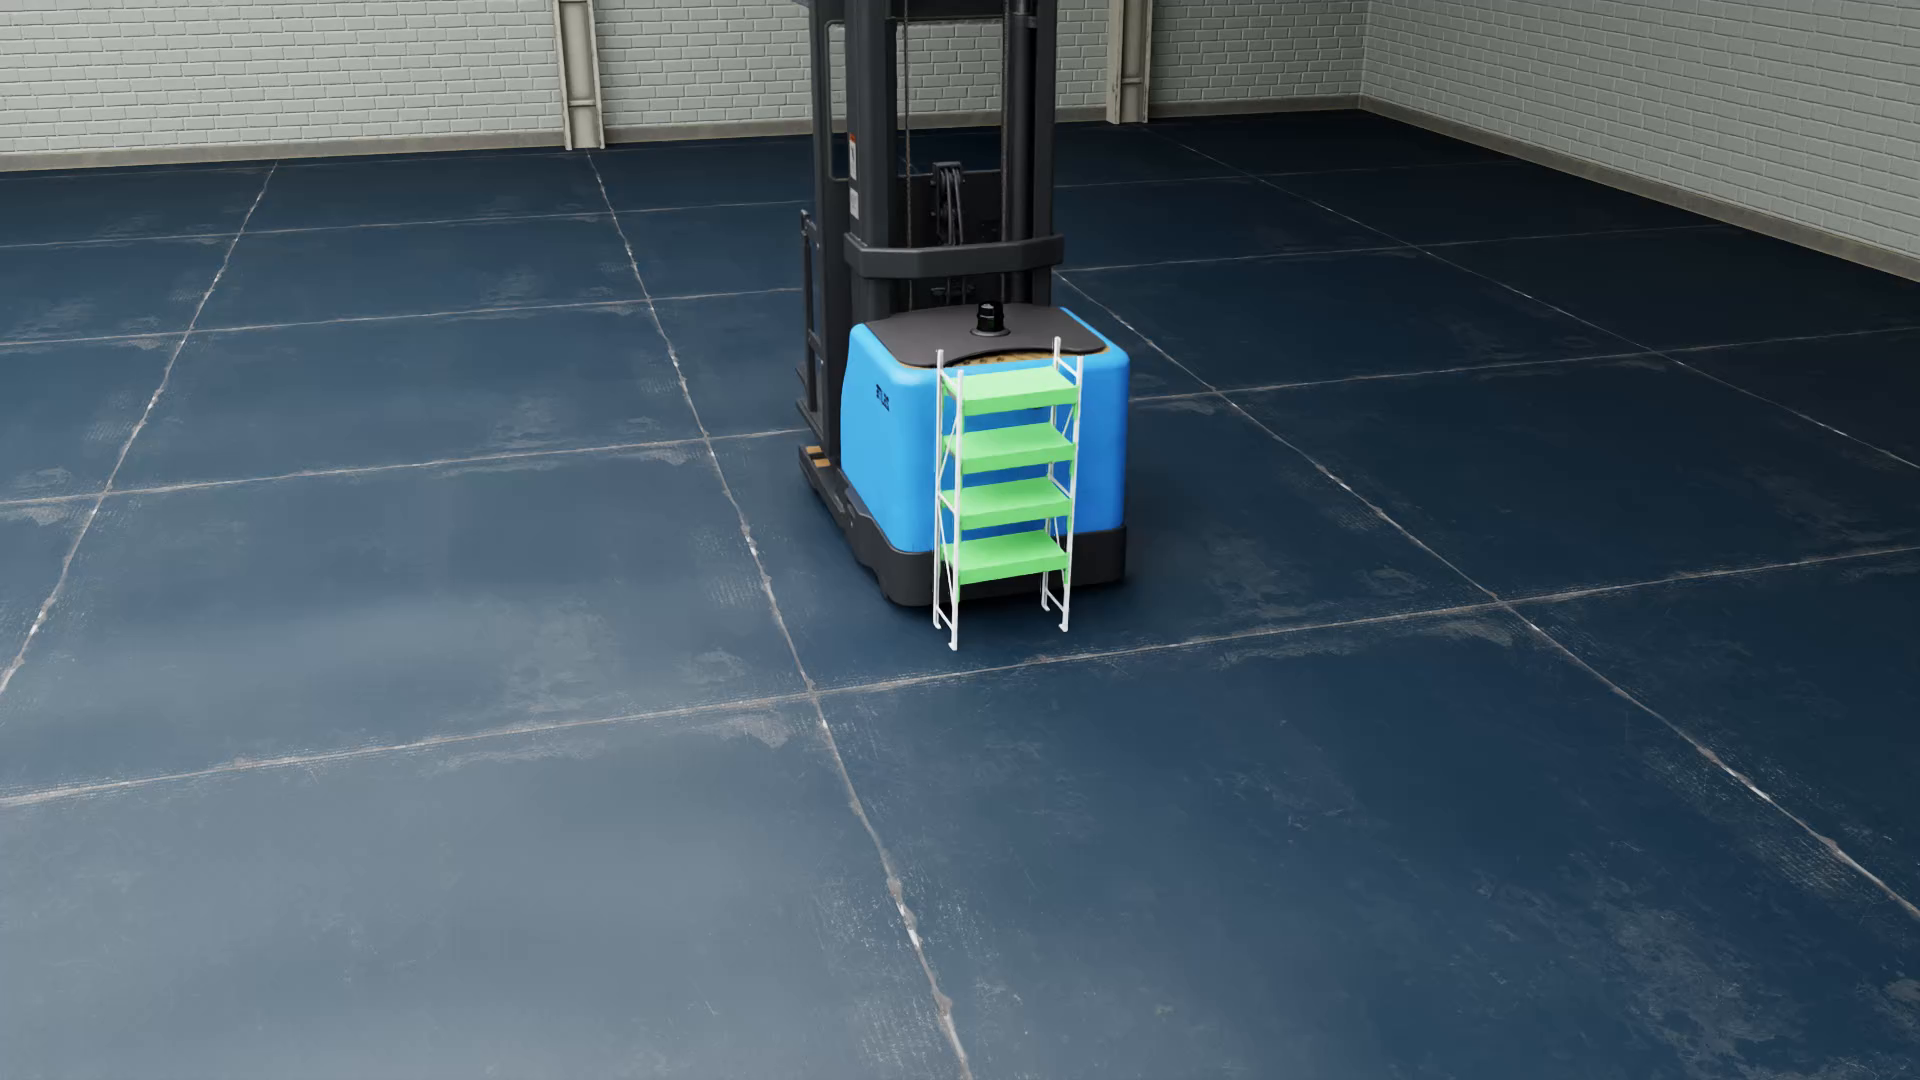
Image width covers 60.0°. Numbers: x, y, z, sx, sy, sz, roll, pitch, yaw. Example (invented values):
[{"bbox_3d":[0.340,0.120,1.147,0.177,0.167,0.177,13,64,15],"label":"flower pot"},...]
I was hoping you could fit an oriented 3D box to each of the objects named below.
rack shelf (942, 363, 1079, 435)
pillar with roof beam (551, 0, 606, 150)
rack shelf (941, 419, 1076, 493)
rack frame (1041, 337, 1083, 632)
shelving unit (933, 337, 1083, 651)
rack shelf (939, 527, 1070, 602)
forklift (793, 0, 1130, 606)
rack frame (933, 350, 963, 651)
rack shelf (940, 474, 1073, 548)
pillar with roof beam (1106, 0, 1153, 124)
[{"bbox_3d":[0.189,-0.548,6.432,0.480,0.148,0.258,-8,28,-19],"label":"rack shelf"},{"bbox_3d":[-2.733,-6.590,11.695,0.400,9.000,9.100,-6,24,-14],"label":"pillar with roof beam"},{"bbox_3d":[0.183,-0.333,6.539,0.480,0.148,0.258,-8,28,-19],"label":"rack shelf"},{"bbox_3d":[0.408,-0.210,6.697,0.015,1.200,0.240,-8,28,-19],"label":"rack frame"},{"bbox_3d":[0.180,-0.176,6.618,0.503,1.200,0.258,-8,28,-19],"label":"shelving unit"},{"bbox_3d":[0.173,0.096,6.755,0.480,0.148,0.258,-8,28,-19],"label":"rack shelf"},{"bbox_3d":[-0.191,-1.625,7.821,1.130,2.935,3.031,-7,24,-15],"label":"forklift"},{"bbox_3d":[-0.049,-0.142,6.539,0.015,1.200,0.240,-8,28,-19],"label":"rack frame"},{"bbox_3d":[0.178,-0.119,6.647,0.480,0.148,0.258,-8,28,-19],"label":"rack shelf"},{"bbox_3d":[3.044,-7.229,13.185,0.400,9.000,9.100,-6,24,-14],"label":"pillar with roof beam"}]
